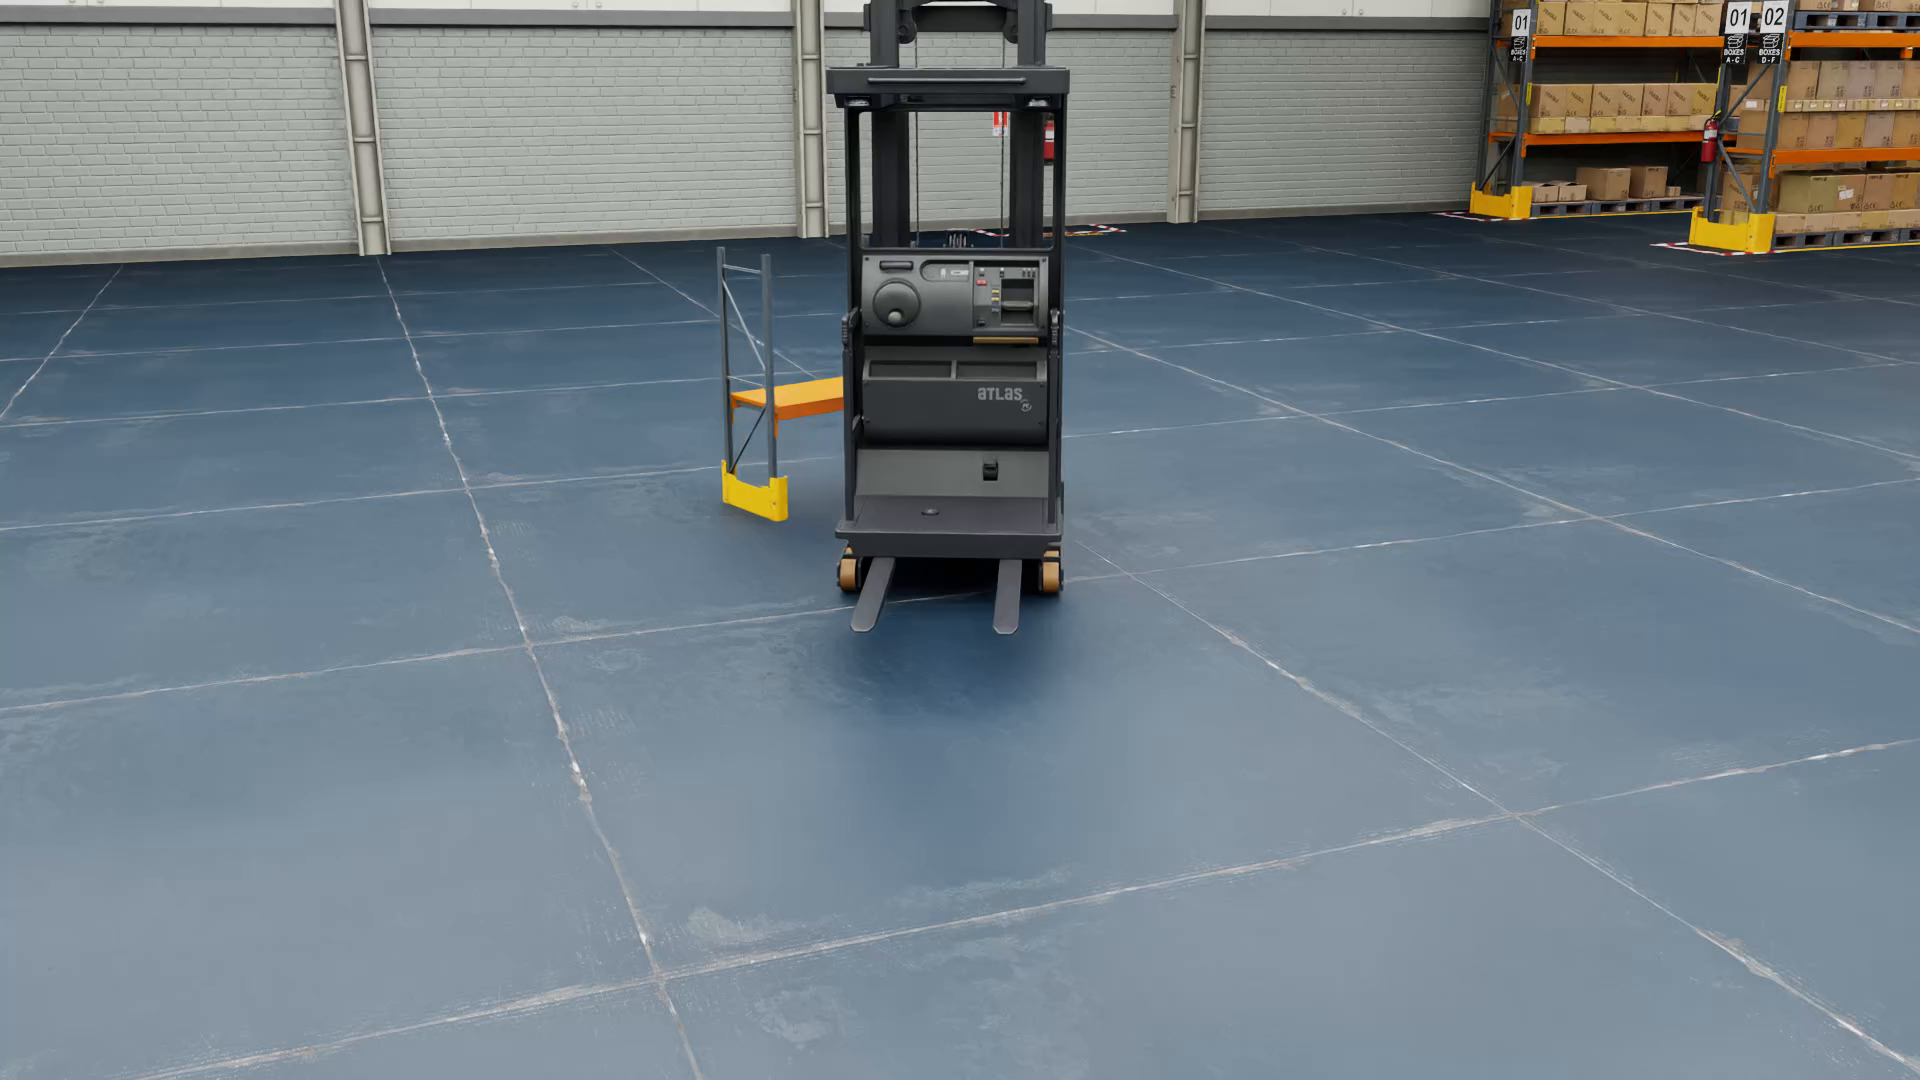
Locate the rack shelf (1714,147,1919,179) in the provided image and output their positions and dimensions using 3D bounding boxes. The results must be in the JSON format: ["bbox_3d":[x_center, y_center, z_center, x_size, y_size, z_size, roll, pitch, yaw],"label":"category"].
[{"bbox_3d":[12.378,-5.291,23.070,4.000,0.370,1.077,-6,17,-20],"label":"rack shelf"}]

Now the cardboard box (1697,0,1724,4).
[{"bbox_3d":[12.099,-8.996,27.097,0.500,0.500,0.500,-8,18,-25],"label":"cardboard box"}]

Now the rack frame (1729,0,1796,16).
[{"bbox_3d":[10.511,-8.313,21.436,0.127,3.000,1.000,-6,17,-20],"label":"rack frame"}]

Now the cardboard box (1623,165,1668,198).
[{"bbox_3d":[11.515,-6.038,27.990,0.500,0.500,0.500,-8,18,-24],"label":"cardboard box"}]

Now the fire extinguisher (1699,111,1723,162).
[{"bbox_3d":[10.234,-5.508,22.668,0.183,0.674,0.296,-6,17,-20],"label":"fire extinguisher"}]

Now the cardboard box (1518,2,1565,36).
[{"bbox_3d":[9.137,-8.202,26.170,0.500,0.500,0.500,-6,17,-19],"label":"cardboard box"}]

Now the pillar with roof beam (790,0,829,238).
[{"bbox_3d":[-0.586,-7.572,18.912,0.400,9.000,9.100,-6,17,-20],"label":"pillar with roof beam"}]

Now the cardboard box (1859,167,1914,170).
[{"bbox_3d":[13.237,-5.063,23.820,0.500,0.500,0.500,-6,17,-20],"label":"cardboard box"}]

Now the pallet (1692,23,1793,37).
[{"bbox_3d":[13.085,-8.524,27.812,1.003,0.211,1.213,-6,17,-20],"label":"pallet"}]

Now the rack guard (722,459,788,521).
[{"bbox_3d":[-1.195,-0.295,9.659,0.087,0.250,0.587,-13,21,-38],"label":"rack guard"}]

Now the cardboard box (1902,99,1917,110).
[{"bbox_3d":[12.883,-5.986,22.830,0.250,0.149,0.380,-6,17,-18],"label":"cardboard box"}]

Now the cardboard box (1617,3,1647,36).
[{"bbox_3d":[10.627,-8.360,26.707,0.500,0.500,0.500,-5,17,-17],"label":"cardboard box"}]

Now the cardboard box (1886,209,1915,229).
[{"bbox_3d":[12.959,-4.514,23.281,0.500,0.250,0.500,-6,17,-20],"label":"cardboard box"}]

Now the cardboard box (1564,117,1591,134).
[{"bbox_3d":[9.784,-6.697,26.811,0.500,0.250,0.500,-7,18,-22],"label":"cardboard box"}]

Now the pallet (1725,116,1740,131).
[{"bbox_3d":[13.236,-7.088,28.251,1.213,0.211,1.003,-6,17,-20],"label":"pallet"}]

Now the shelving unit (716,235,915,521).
[{"bbox_3d":[-0.814,-0.985,9.791,1.083,1.500,0.587,-13,21,-38],"label":"shelving unit"}]

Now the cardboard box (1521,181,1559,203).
[{"bbox_3d":[9.413,-5.705,27.193,0.500,0.311,0.500,-8,18,-26],"label":"cardboard box"}]

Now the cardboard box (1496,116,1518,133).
[{"bbox_3d":[9.102,-6.774,27.071,0.500,0.250,0.500,-6,17,-19],"label":"cardboard box"}]

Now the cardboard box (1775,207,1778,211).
[{"bbox_3d":[11.369,-4.502,23.241,0.500,0.250,0.500,-6,17,-20],"label":"cardboard box"}]

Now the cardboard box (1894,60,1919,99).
[{"bbox_3d":[12.895,-6.361,22.954,0.500,0.500,0.700,-6,17,-20],"label":"cardboard box"}]

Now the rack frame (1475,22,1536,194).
[{"bbox_3d":[8.735,-6.738,26.719,0.127,3.000,1.000,-6,17,-20],"label":"rack frame"}]

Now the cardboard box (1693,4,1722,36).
[{"bbox_3d":[12.085,-8.522,27.257,0.500,0.500,0.500,-6,17,-19],"label":"cardboard box"}]

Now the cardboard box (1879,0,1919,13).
[{"bbox_3d":[12.663,-7.463,22.687,0.637,0.503,0.797,-4,17,-14],"label":"cardboard box"}]

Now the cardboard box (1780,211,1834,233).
[{"bbox_3d":[11.557,-4.364,22.770,0.500,0.250,0.500,-6,17,-20],"label":"cardboard box"}]

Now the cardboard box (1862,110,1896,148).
[{"bbox_3d":[12.396,-5.683,22.950,0.500,0.500,0.700,-6,17,-18],"label":"cardboard box"}]

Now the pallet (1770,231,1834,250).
[{"bbox_3d":[11.210,-4.185,22.975,1.213,0.211,1.003,-6,17,-20],"label":"pallet"}]

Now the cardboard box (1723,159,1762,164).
[{"bbox_3d":[13.561,-6.636,28.699,0.500,0.250,0.500,-7,18,-21],"label":"cardboard box"}]

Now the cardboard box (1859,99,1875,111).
[{"bbox_3d":[12.156,-5.907,22.562,0.250,0.149,0.380,-6,18,-21],"label":"cardboard box"}]

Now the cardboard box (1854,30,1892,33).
[{"bbox_3d":[15.629,-8.807,28.563,0.500,0.311,0.500,-6,17,-20],"label":"cardboard box"}]

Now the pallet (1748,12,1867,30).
[{"bbox_3d":[11.180,-6.896,22.091,1.213,0.211,1.003,-6,17,-20],"label":"pallet"}]

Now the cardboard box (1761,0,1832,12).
[{"bbox_3d":[11.049,-7.249,21.959,0.637,0.503,0.797,-5,17,-16],"label":"cardboard box"}]

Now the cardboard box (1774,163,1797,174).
[{"bbox_3d":[14.107,-6.337,29.011,0.500,0.500,0.700,-6,17,-19],"label":"cardboard box"}]

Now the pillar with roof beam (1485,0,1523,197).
[{"bbox_3d":[10.619,-8.782,23.032,0.400,9.000,9.100,-6,17,-20],"label":"pillar with roof beam"}]

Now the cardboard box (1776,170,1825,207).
[{"bbox_3d":[11.834,-4.914,23.312,0.500,0.500,0.500,-6,17,-20],"label":"cardboard box"}]

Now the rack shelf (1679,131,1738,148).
[{"bbox_3d":[14.338,-6.998,28.880,4.000,0.370,1.077,-6,17,-20],"label":"rack shelf"}]

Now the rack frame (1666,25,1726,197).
[{"bbox_3d":[12.470,-7.141,28.092,0.127,3.000,1.000,-6,17,-20],"label":"rack frame"}]

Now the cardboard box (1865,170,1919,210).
[{"bbox_3d":[12.955,-4.877,23.186,0.500,0.500,0.500,-6,17,-20],"label":"cardboard box"}]

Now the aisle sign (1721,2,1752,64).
[{"bbox_3d":[10.344,-6.753,22.156,0.004,0.787,0.394,-6,17,-20],"label":"aisle sign"}]

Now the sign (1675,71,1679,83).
[{"bbox_3d":[12.268,-7.842,28.425,0.005,0.325,0.100,-6,17,-20],"label":"sign"}]

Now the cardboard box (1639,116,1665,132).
[{"bbox_3d":[11.204,-6.848,27.326,0.500,0.250,0.500,-6,17,-20],"label":"cardboard box"}]

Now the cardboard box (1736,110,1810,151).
[{"bbox_3d":[10.951,-5.526,22.416,0.500,0.500,0.700,-6,17,-20],"label":"cardboard box"}]

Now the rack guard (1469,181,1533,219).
[{"bbox_3d":[8.806,-5.546,27.097,0.348,0.500,1.175,-6,17,-20],"label":"rack guard"}]

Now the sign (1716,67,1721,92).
[{"bbox_3d":[10.330,-6.248,22.576,0.005,0.325,0.100,-6,17,-20],"label":"sign"}]

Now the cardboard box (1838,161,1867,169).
[{"bbox_3d":[15.552,-6.470,29.462,0.500,0.500,0.700,-6,17,-19],"label":"cardboard box"}]

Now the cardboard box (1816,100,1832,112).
[{"bbox_3d":[11.433,-5.829,22.296,0.250,0.149,0.380,-6,17,-20],"label":"cardboard box"}]

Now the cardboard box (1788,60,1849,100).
[{"bbox_3d":[11.490,-6.209,22.437,0.500,0.500,0.700,-7,18,-22],"label":"cardboard box"}]

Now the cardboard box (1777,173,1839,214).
[{"bbox_3d":[11.557,-4.723,22.663,0.500,0.500,0.500,-6,17,-20],"label":"cardboard box"}]

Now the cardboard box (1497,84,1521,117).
[{"bbox_3d":[9.099,-7.139,26.984,0.500,0.500,0.500,-6,18,-21],"label":"cardboard box"}]

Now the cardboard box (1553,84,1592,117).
[{"bbox_3d":[9.753,-7.051,26.687,0.500,0.500,0.500,-6,17,-20],"label":"cardboard box"}]

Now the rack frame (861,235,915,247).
[{"bbox_3d":[-0.433,-1.076,10.101,0.032,1.500,0.500,-13,21,-38],"label":"rack frame"}]

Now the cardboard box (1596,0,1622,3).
[{"bbox_3d":[10.143,-8.781,26.366,0.500,0.500,0.500,-6,17,-19],"label":"cardboard box"}]

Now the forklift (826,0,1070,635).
[{"bbox_3d":[-0.034,-1.230,8.084,1.130,2.935,3.031,1,16,3],"label":"forklift"}]

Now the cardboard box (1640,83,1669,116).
[{"bbox_3d":[11.201,-7.210,27.226,0.500,0.500,0.500,-7,18,-22],"label":"cardboard box"}]
